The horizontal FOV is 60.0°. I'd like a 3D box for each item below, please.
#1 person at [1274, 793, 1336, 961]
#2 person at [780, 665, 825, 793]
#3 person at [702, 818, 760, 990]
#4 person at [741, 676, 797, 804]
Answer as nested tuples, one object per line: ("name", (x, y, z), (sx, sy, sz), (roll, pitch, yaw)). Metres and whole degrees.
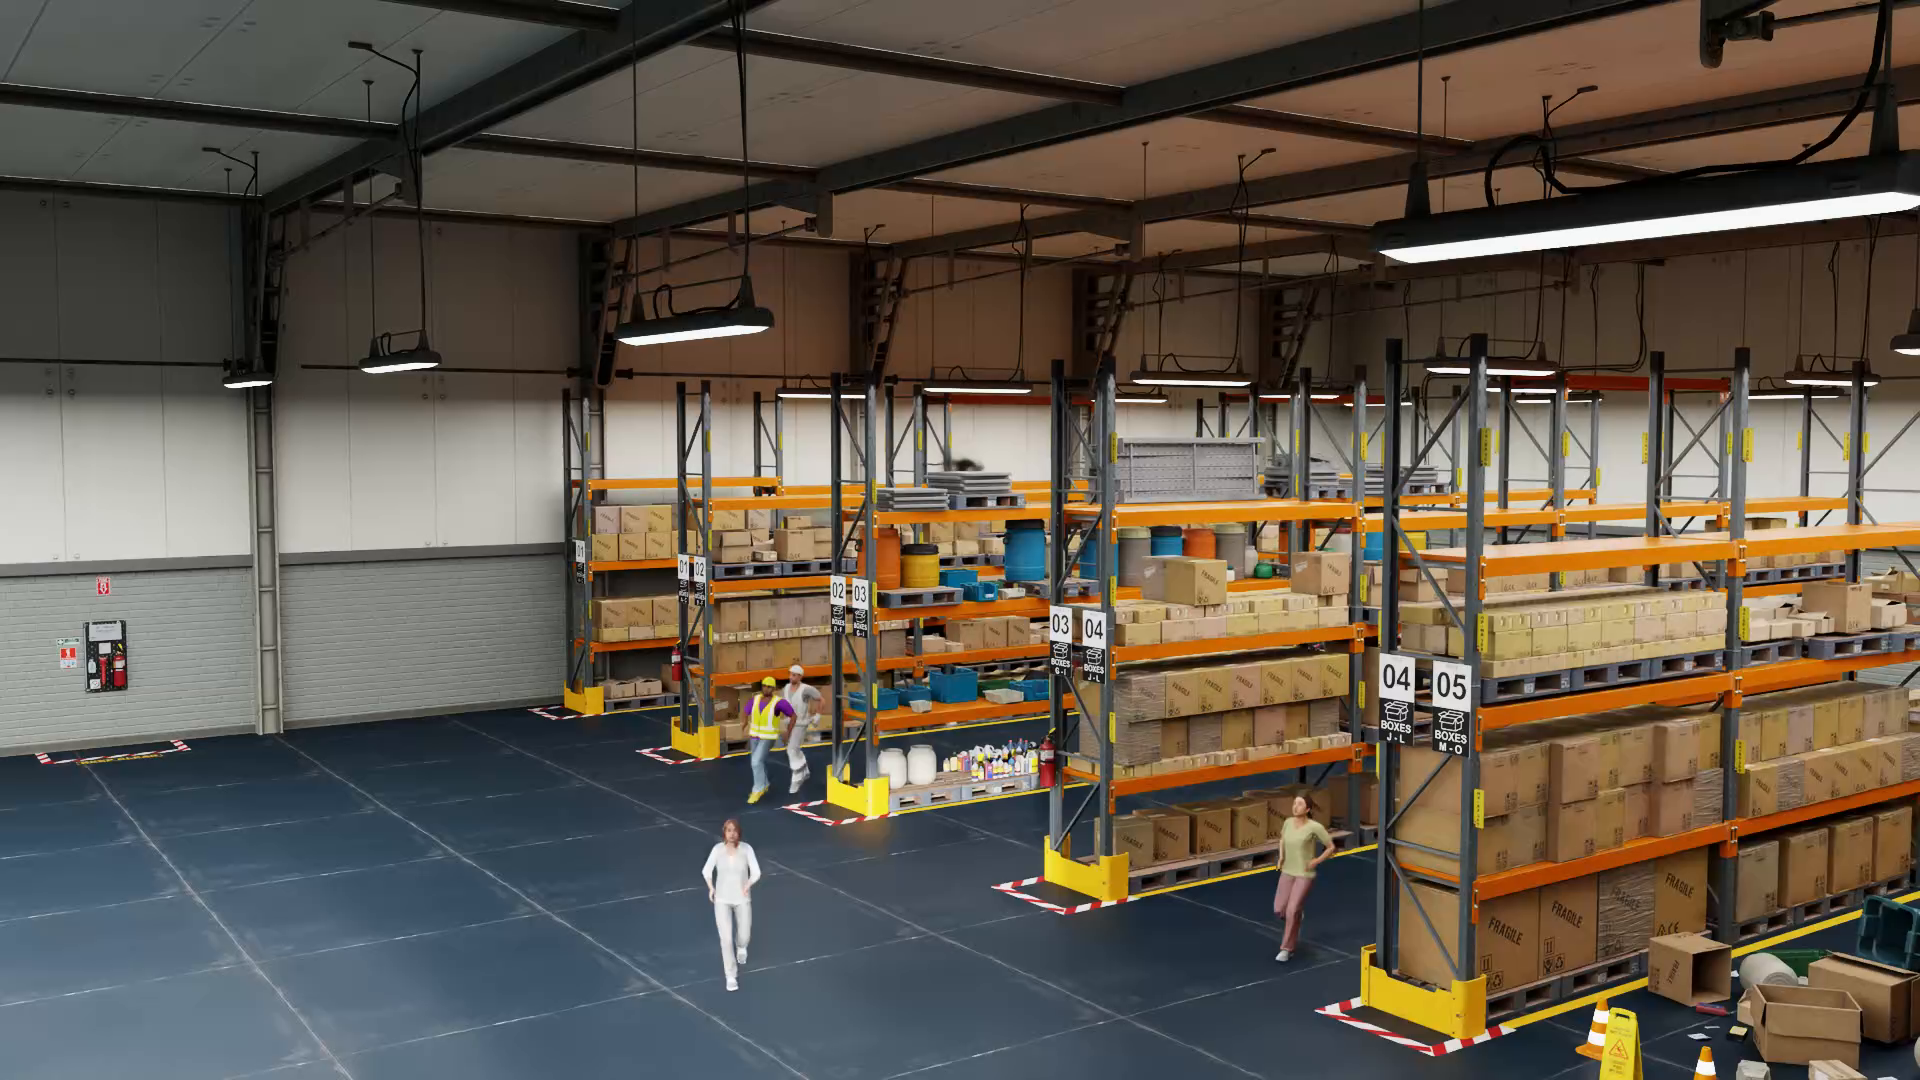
("person", (3.355, 3.315, 16.411), (0.609, 1.613, 0.614), (3, 5, 40))
("person", (-2.359, 2.734, 24.109), (0.696, 1.856, 0.749), (3, 5, 38))
("person", (-2.147, 3.388, 15.621), (0.541, 1.540, 0.666), (0, 4, -7))
("person", (-2.736, 2.802, 23.339), (0.772, 1.778, 0.665), (2, 4, 28))
